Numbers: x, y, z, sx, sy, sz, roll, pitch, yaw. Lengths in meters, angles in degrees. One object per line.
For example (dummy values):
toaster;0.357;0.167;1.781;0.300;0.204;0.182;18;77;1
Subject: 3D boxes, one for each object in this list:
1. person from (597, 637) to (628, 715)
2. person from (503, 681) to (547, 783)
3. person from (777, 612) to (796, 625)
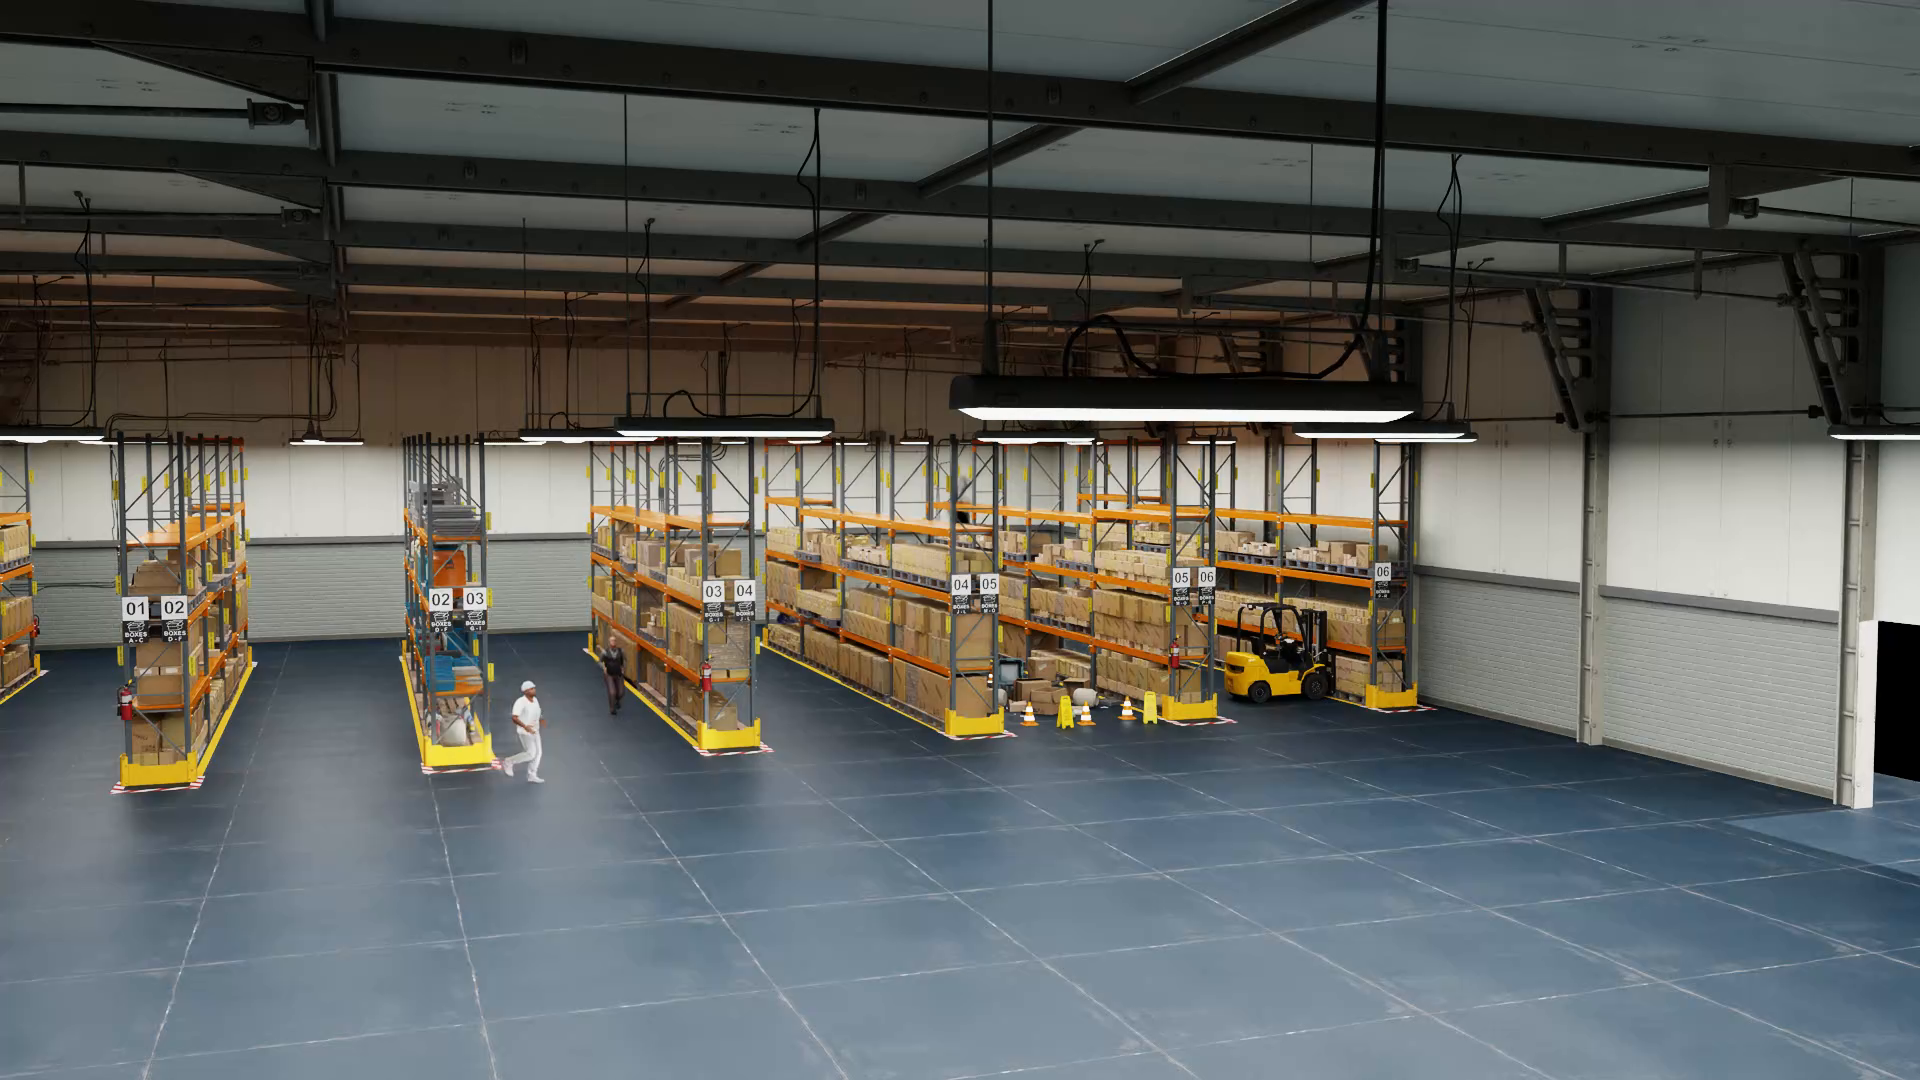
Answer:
person;-7.441;2.907;35.685;0.657;1.671;0.612;-1;3;-21
person;-7.448;3.284;28.527;0.694;1.746;0.701;1;3;14
person;-5.229;2.090;49.811;0.766;1.581;0.677;1;3;17
